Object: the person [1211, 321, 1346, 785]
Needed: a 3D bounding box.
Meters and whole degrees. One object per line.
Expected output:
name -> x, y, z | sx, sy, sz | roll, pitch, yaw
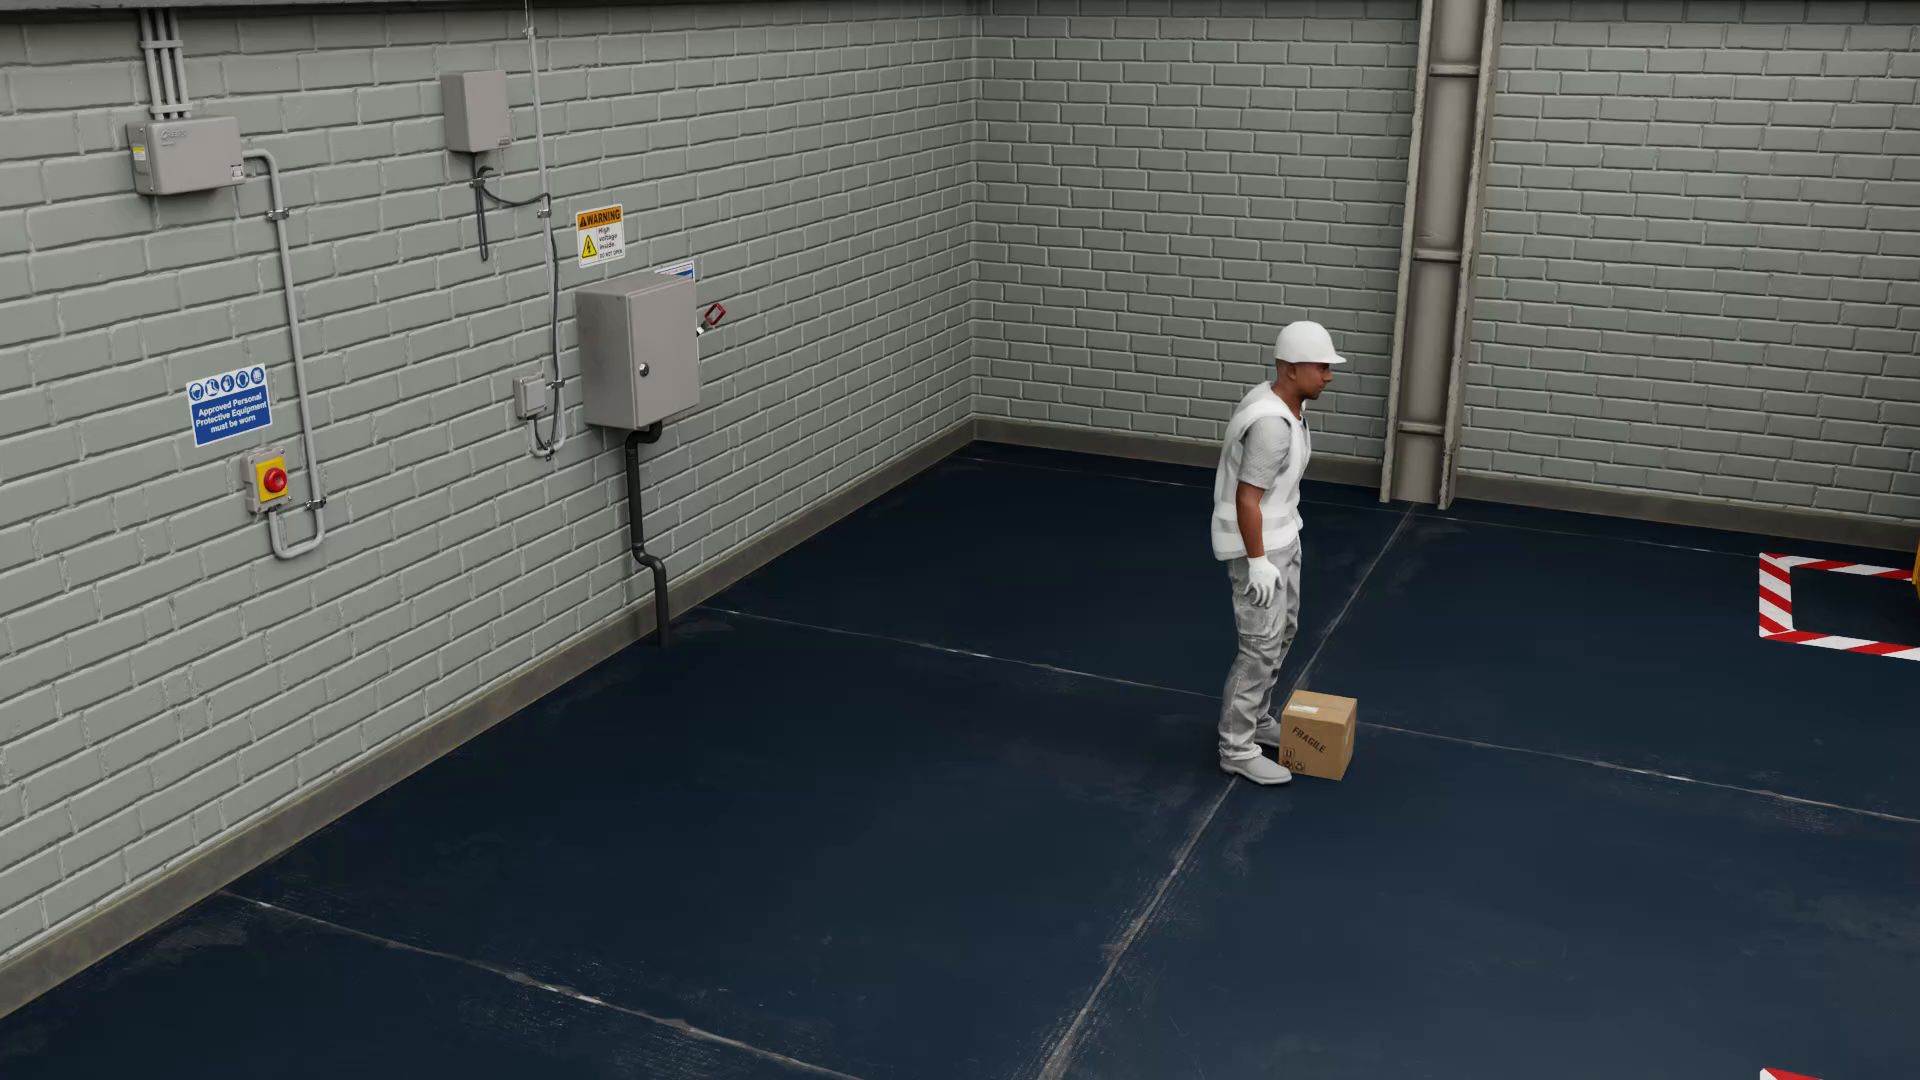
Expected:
person -> 1.211, 0.030, 6.462 | 0.452, 1.772, 0.615 | 7, 20, 21
